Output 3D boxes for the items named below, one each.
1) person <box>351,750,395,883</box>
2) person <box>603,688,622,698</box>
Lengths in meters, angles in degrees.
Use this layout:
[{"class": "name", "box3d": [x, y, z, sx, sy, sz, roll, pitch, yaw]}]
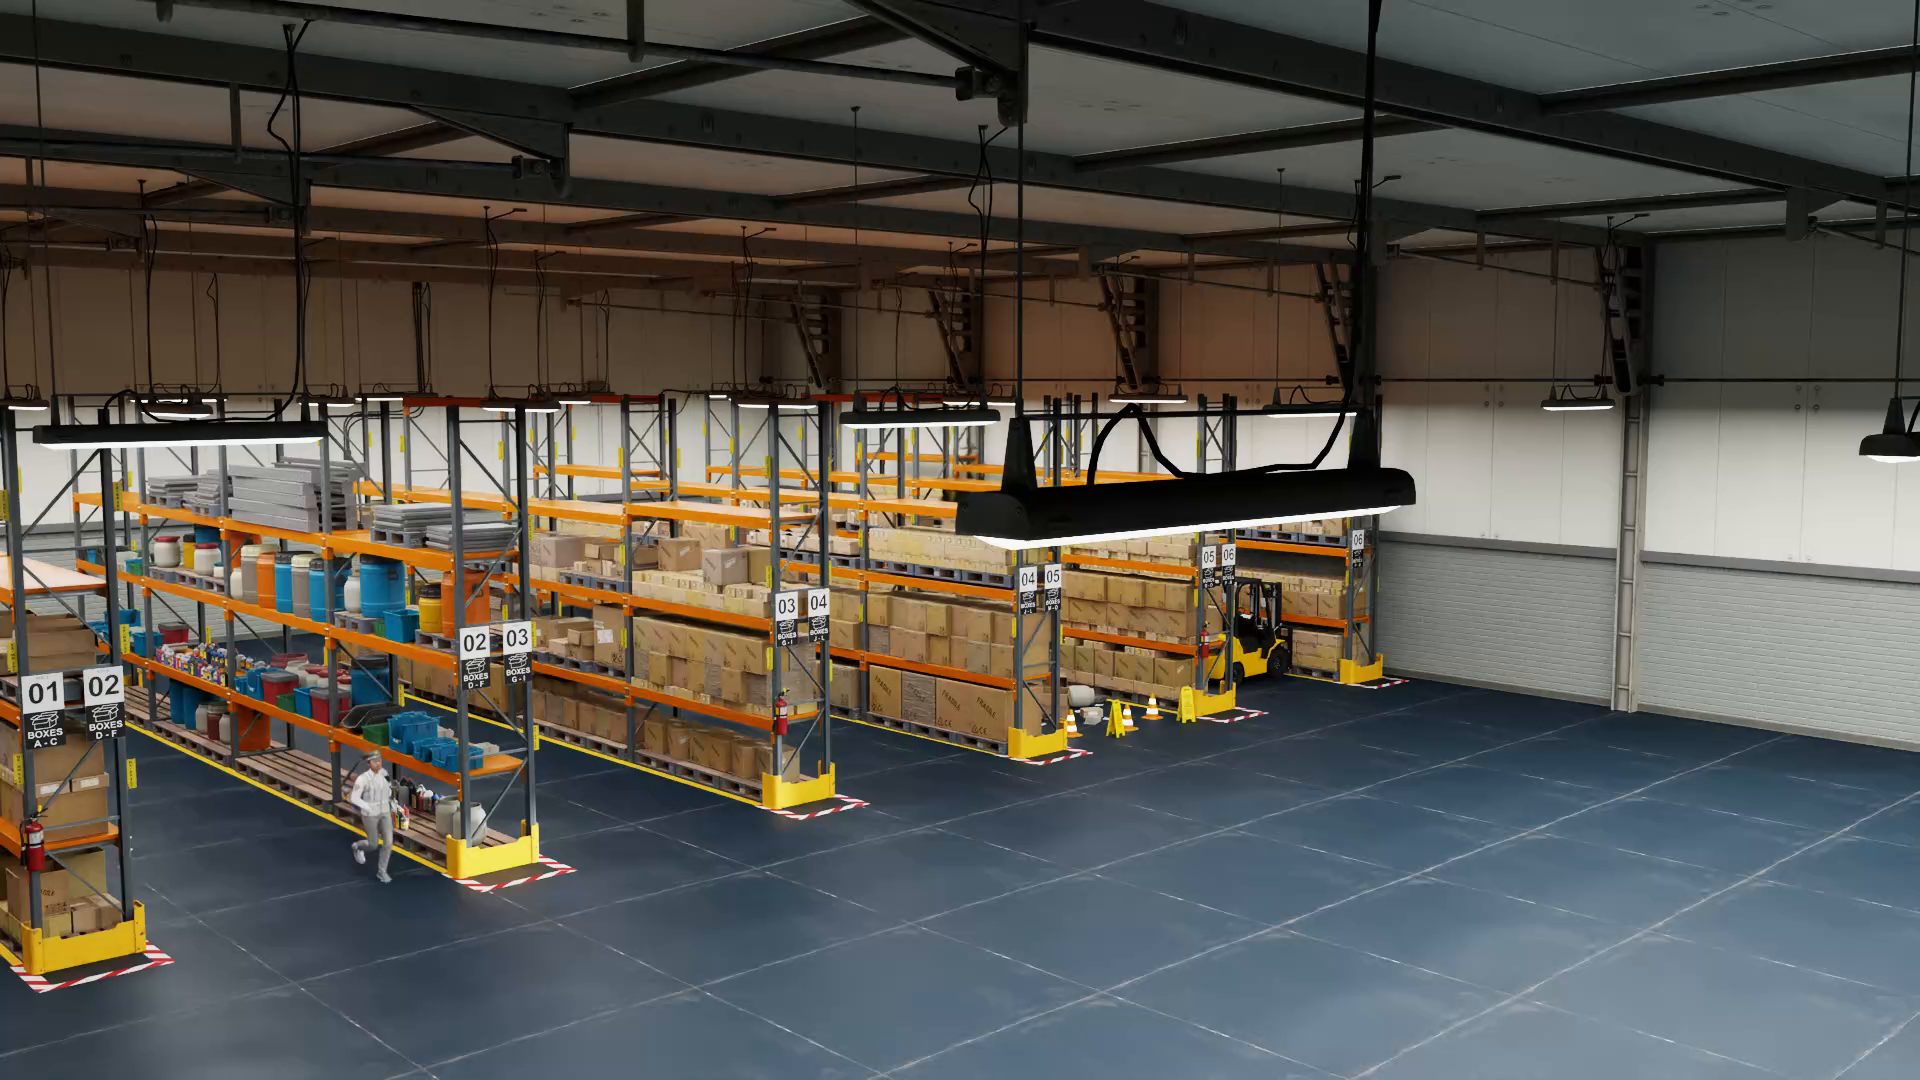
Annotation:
[{"class": "person", "box3d": [-7.448, 3.482, 21.143, 0.733, 1.684, 0.622, 5, 7, 39]}, {"class": "person", "box3d": [-6.974, 2.240, 33.353, 0.817, 1.849, 0.642, 4, 7, 33]}]
